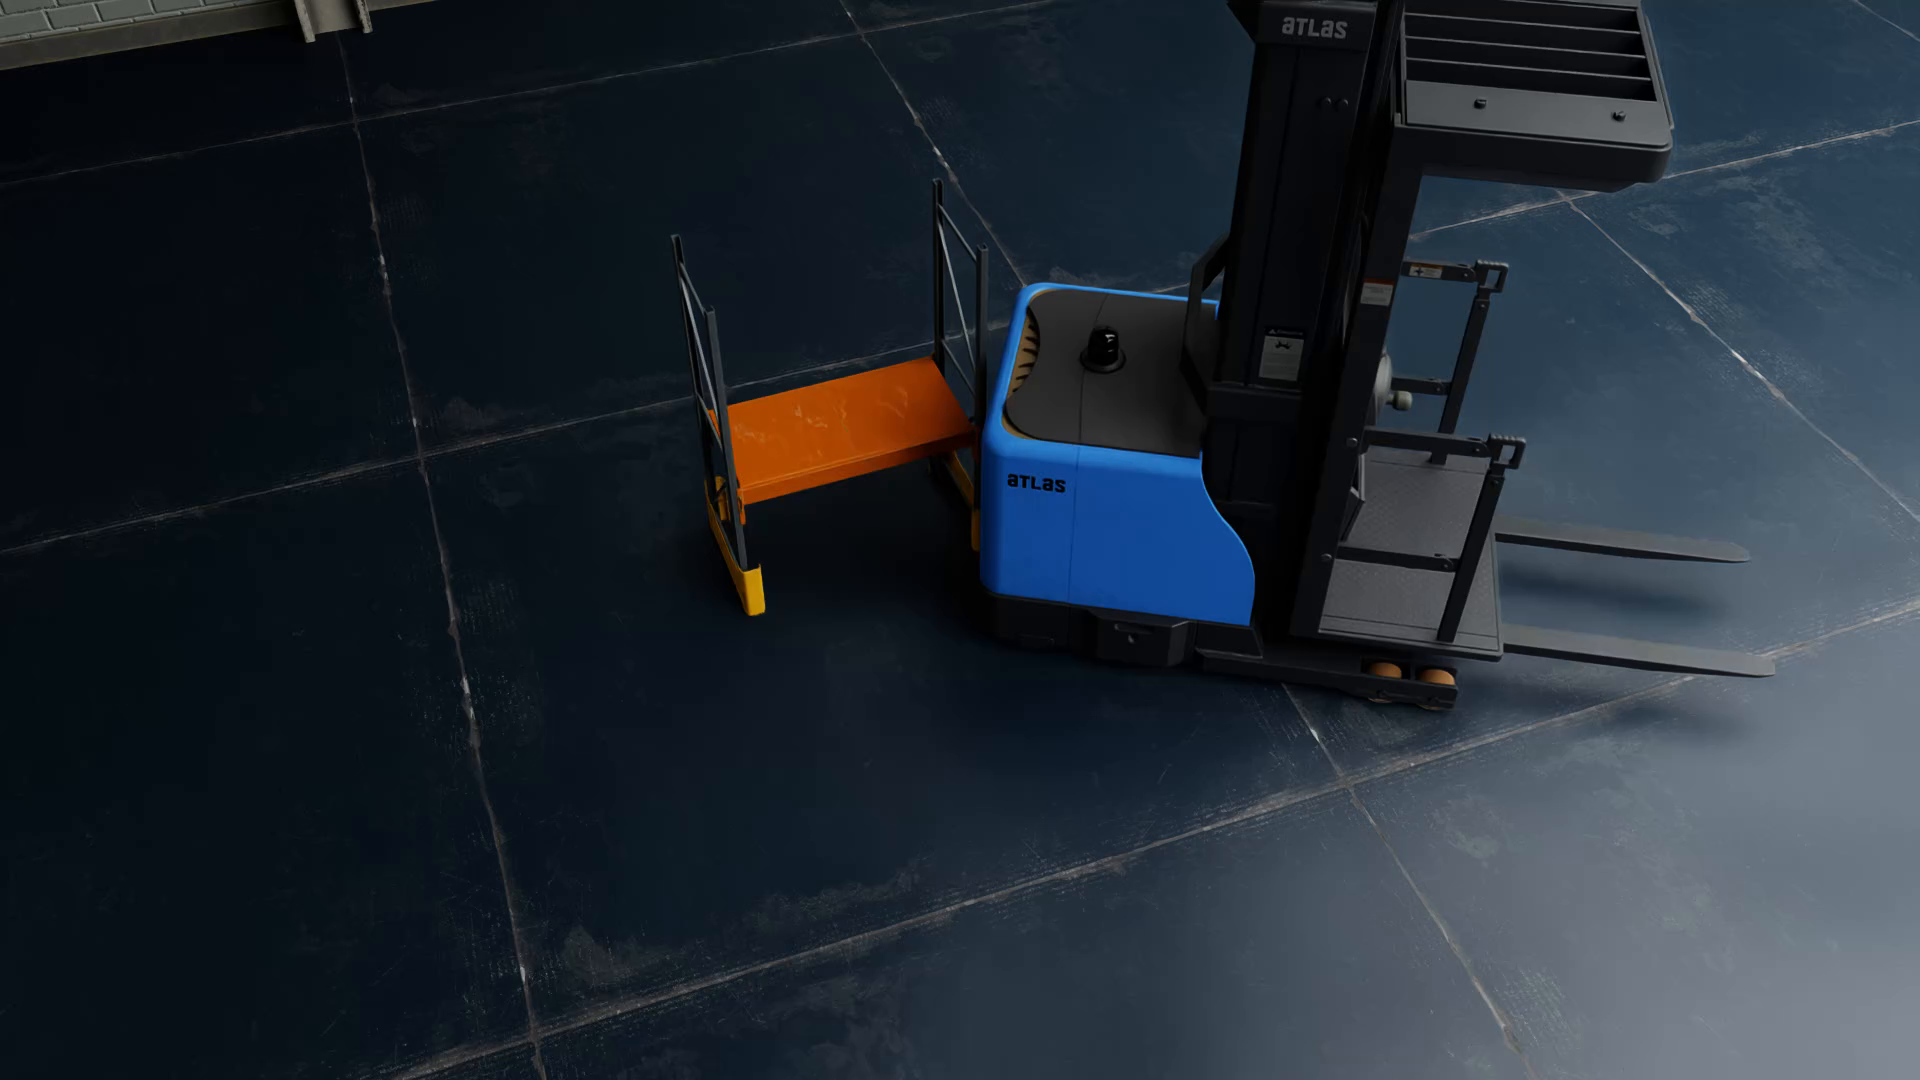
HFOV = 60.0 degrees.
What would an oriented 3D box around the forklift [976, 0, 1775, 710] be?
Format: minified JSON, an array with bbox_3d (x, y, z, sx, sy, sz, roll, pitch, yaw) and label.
[{"bbox_3d":[1.628,-0.790,5.777,3.031,2.935,1.130,7,46,7],"label":"forklift"}]

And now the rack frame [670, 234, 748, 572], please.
[{"bbox_3d":[-0.949,-0.416,6.415,0.032,1.500,0.500,-15,47,-15],"label":"rack frame"}]

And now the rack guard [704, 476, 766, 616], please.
[{"bbox_3d":[-0.931,0.020,6.863,0.087,0.250,0.587,-15,47,-15],"label":"rack guard"}]

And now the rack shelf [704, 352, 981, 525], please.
[{"bbox_3d":[-0.475,-0.420,6.673,1.000,0.185,0.538,-15,47,-15],"label":"rack shelf"}]

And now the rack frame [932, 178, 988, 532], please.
[{"bbox_3d":[-0.002,-0.678,6.676,0.032,1.500,0.500,-15,47,-15],"label":"rack frame"}]

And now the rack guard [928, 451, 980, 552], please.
[{"bbox_3d":[-0.003,-0.237,7.119,0.087,0.250,0.587,-15,47,-15],"label":"rack guard"}]

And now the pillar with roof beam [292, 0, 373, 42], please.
[{"bbox_3d":[-2.364,-3.467,4.162,0.400,9.000,9.100,-14,47,-14],"label":"pillar with roof beam"}]

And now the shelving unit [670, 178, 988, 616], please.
[{"bbox_3d":[-0.467,-0.550,6.548,1.083,1.500,0.587,-15,47,-15],"label":"shelving unit"}]
